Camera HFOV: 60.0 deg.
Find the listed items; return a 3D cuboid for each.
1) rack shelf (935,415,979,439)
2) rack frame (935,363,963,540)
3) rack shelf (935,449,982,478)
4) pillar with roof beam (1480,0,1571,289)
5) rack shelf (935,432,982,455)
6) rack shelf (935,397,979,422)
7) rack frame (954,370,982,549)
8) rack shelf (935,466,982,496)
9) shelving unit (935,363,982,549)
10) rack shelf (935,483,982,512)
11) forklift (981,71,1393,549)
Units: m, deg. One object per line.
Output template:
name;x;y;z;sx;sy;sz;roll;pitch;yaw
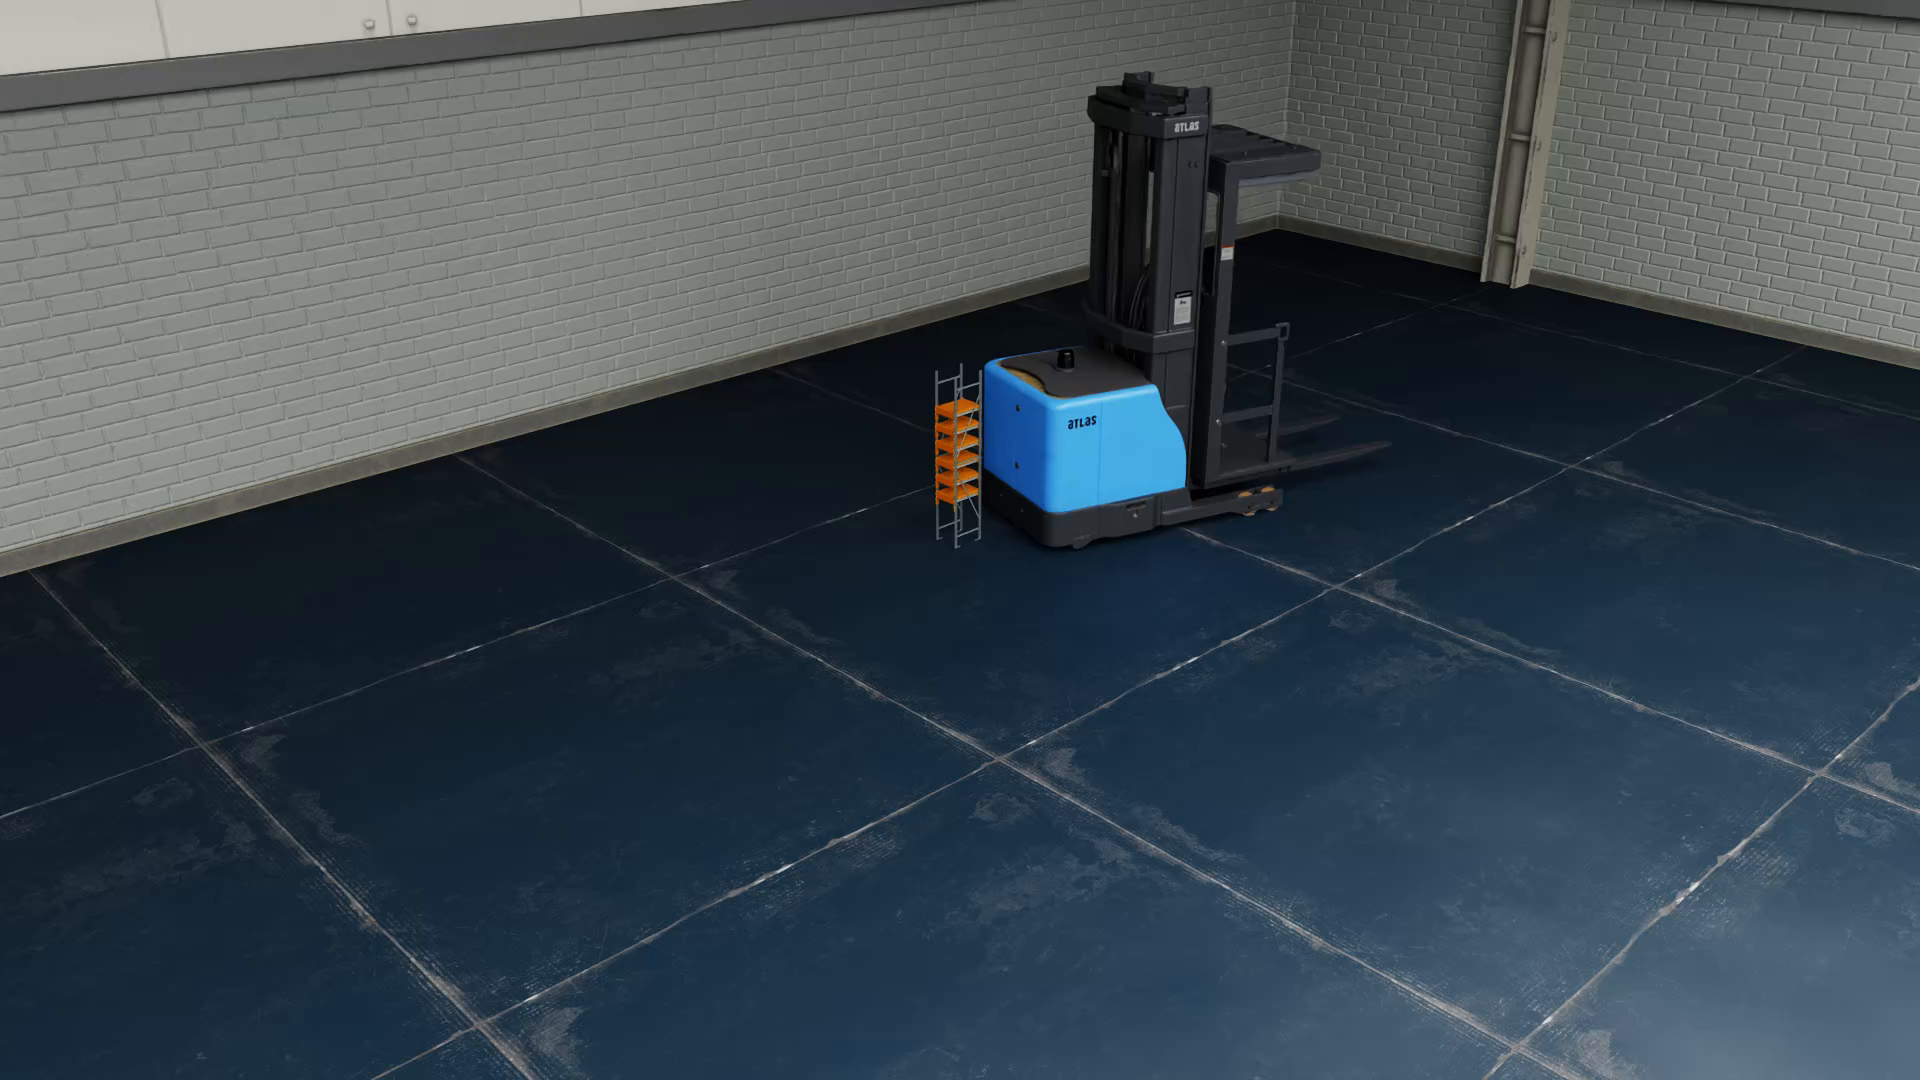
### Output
rack shelf;-0.010;-0.728;10.929;0.258;0.103;0.180;-21;32;-38
rack frame;-0.072;-0.578;11.071;0.240;1.200;0.006;-21;32;-38
rack shelf;-0.010;-0.510;11.029;0.258;0.103;0.180;-21;32;-38
pillar with roof beam;2.442;-5.519;12.505;9.100;9.000;0.400;-21;32;-38
rack shelf;-0.010;-0.619;10.979;0.258;0.103;0.180;-21;32;-38
rack shelf;-0.010;-0.837;10.880;0.258;0.103;0.180;-21;32;-38
rack frame;0.053;-0.523;10.950;0.240;1.200;0.006;-21;32;-38
rack shelf;-0.010;-0.401;11.079;0.258;0.103;0.180;-21;32;-38
shelving unit;-0.010;-0.550;11.011;0.258;1.200;0.189;-21;32;-38
rack shelf;-0.010;-0.291;11.129;0.258;0.103;0.180;-21;32;-38
forklift;1.700;-1.683;11.408;3.031;2.935;1.130;-12;27;-24
